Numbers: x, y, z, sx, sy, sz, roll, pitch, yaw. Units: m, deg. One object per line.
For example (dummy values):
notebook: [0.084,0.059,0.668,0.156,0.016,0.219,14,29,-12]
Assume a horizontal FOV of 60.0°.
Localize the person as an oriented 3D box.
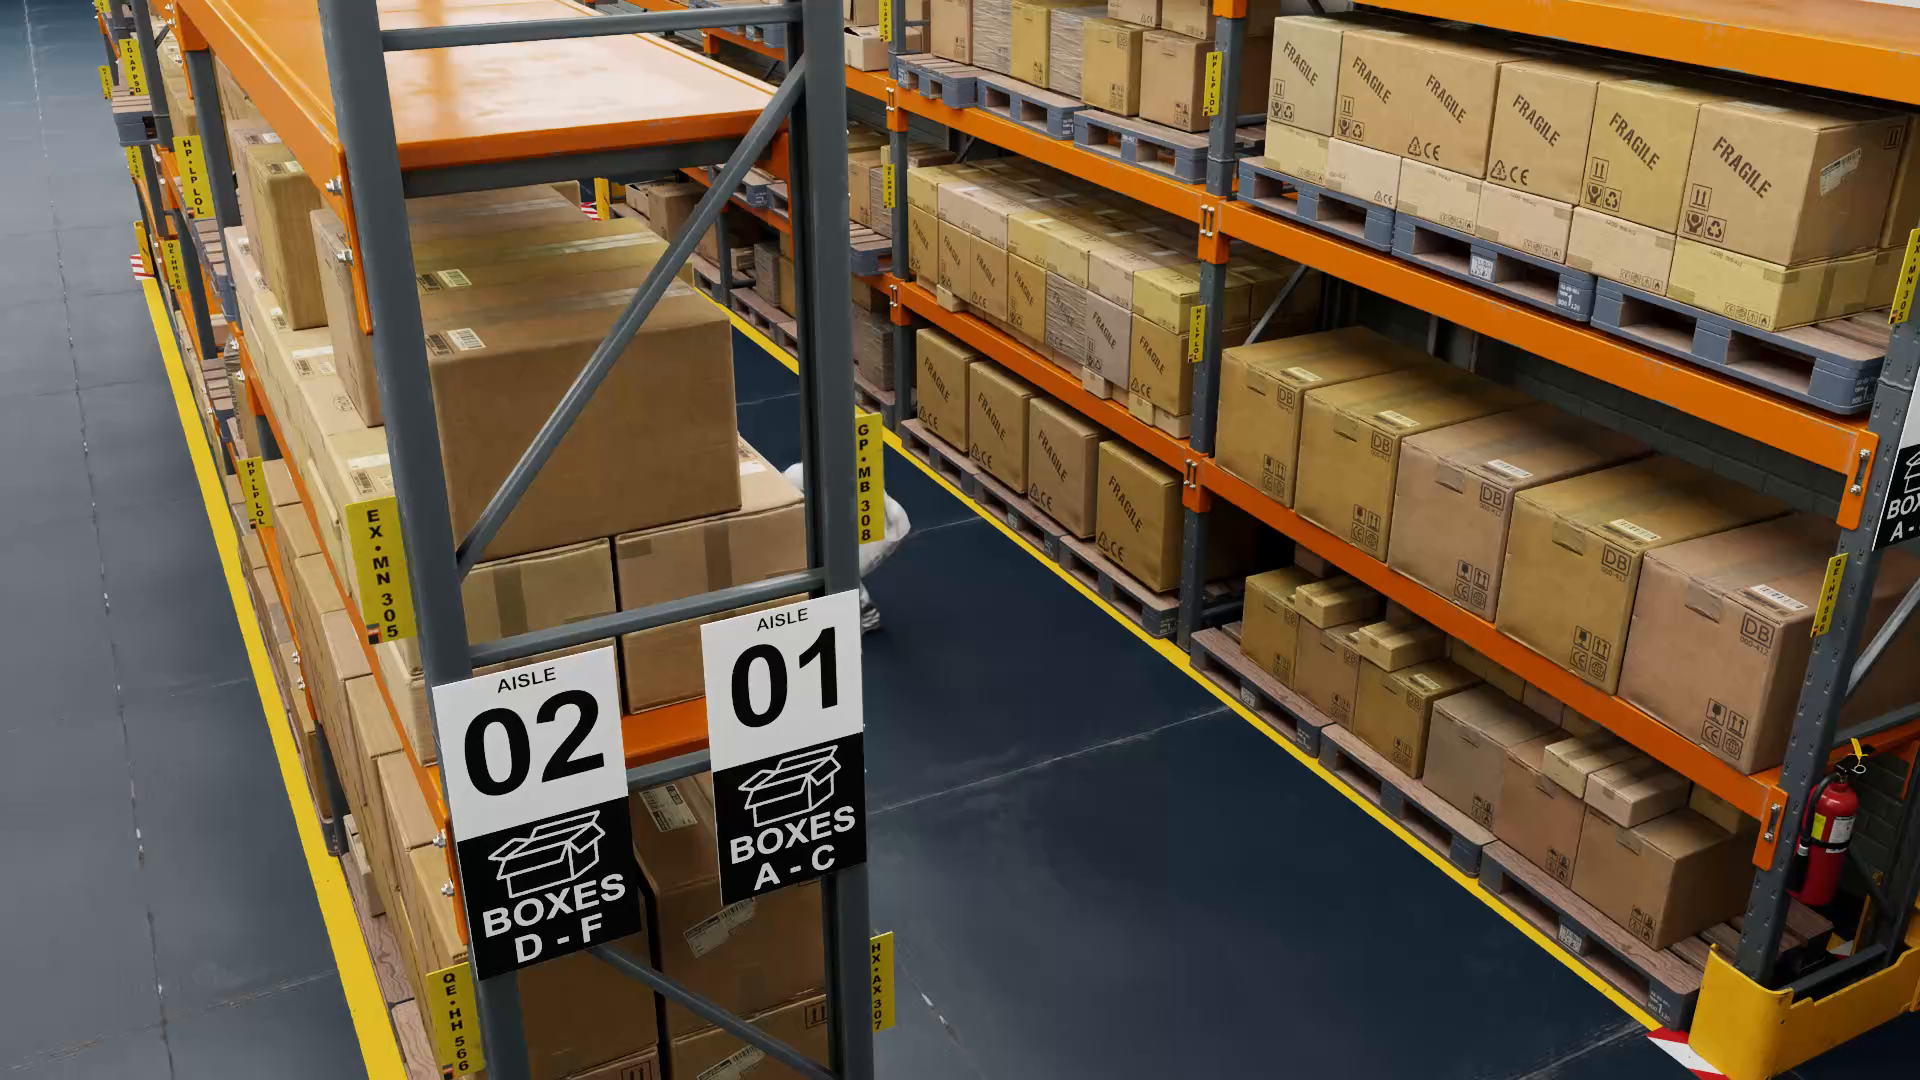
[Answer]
person: [-0.706,0.025,10.237,0.844,1.186,0.581,-13,28,-25]
